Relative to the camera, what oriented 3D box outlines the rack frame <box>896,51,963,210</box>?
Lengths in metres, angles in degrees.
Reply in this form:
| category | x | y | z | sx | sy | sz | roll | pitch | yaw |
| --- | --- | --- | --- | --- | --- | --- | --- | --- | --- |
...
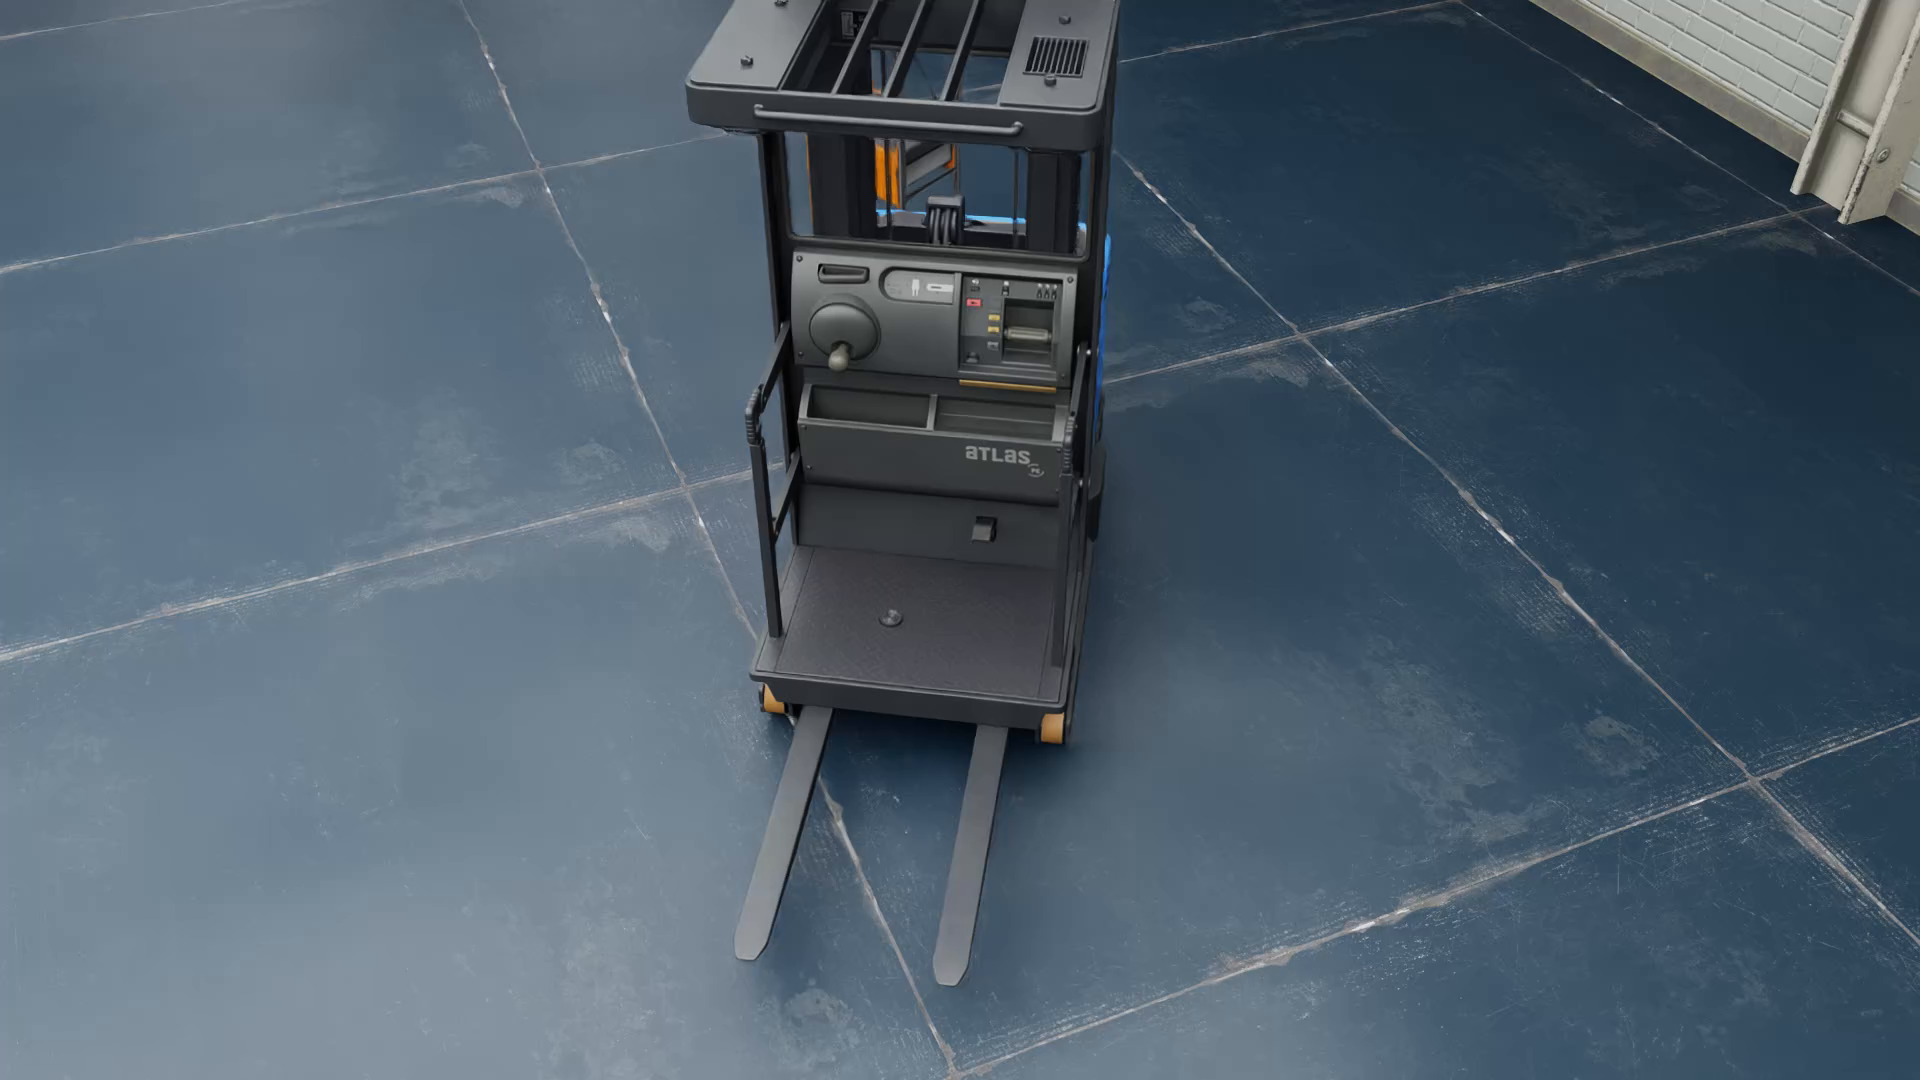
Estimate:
| category | x | y | z | sx | sy | sz | roll | pitch | yaw |
| --- | --- | --- | --- | --- | --- | --- | --- | --- | --- |
| rack frame | -0.117 | -1.464 | 6.842 | 0.015 | 2.100 | 0.400 | 27 | 48 | 28 |

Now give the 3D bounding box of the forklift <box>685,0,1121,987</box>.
| category | x | y | z | sx | sy | sz | roll | pitch | yaw |
| --- | --- | --- | --- | --- | --- | --- | --- | --- | --- |
| forklift | -0.118 | -0.640 | 5.246 | 1.130 | 2.935 | 3.031 | 6 | 41 | 6 |

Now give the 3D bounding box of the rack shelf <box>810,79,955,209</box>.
| category | x | y | z | sx | sy | sz | roll | pitch | yaw |
| --- | --- | --- | --- | --- | --- | --- | --- | --- | --- |
| rack shelf | -0.308 | -1.552 | 6.966 | 0.480 | 0.518 | 0.431 | 27 | 48 | 28 |

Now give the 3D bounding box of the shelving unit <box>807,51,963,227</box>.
| category | x | y | z | sx | sy | sz | roll | pitch | yaw |
| --- | --- | --- | --- | --- | --- | --- | --- | --- | --- |
| shelving unit | -0.308 | -1.563 | 6.957 | 0.503 | 2.100 | 0.431 | 27 | 48 | 28 |

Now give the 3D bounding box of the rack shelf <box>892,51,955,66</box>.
| category | x | y | z | sx | sy | sz | roll | pitch | yaw |
| --- | --- | --- | --- | --- | --- | --- | --- | --- | --- |
| rack shelf | -0.308 | -2.083 | 6.509 | 0.480 | 0.518 | 0.431 | 27 | 48 | 28 |

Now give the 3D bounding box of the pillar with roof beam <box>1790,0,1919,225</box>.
| category | x | y | z | sx | sy | sz | roll | pitch | yaw |
| --- | --- | --- | --- | --- | --- | --- | --- | --- | --- |
| pillar with roof beam | 0.696 | -4.137 | 4.659 | 9.100 | 9.000 | 0.400 | -15 | 43 | -17 |

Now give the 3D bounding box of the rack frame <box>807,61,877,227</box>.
| category | x | y | z | sx | sy | sz | roll | pitch | yaw |
| --- | --- | --- | --- | --- | --- | --- | --- | --- | --- |
| rack frame | -0.500 | -1.661 | 7.071 | 0.015 | 2.100 | 0.400 | 27 | 48 | 28 |
